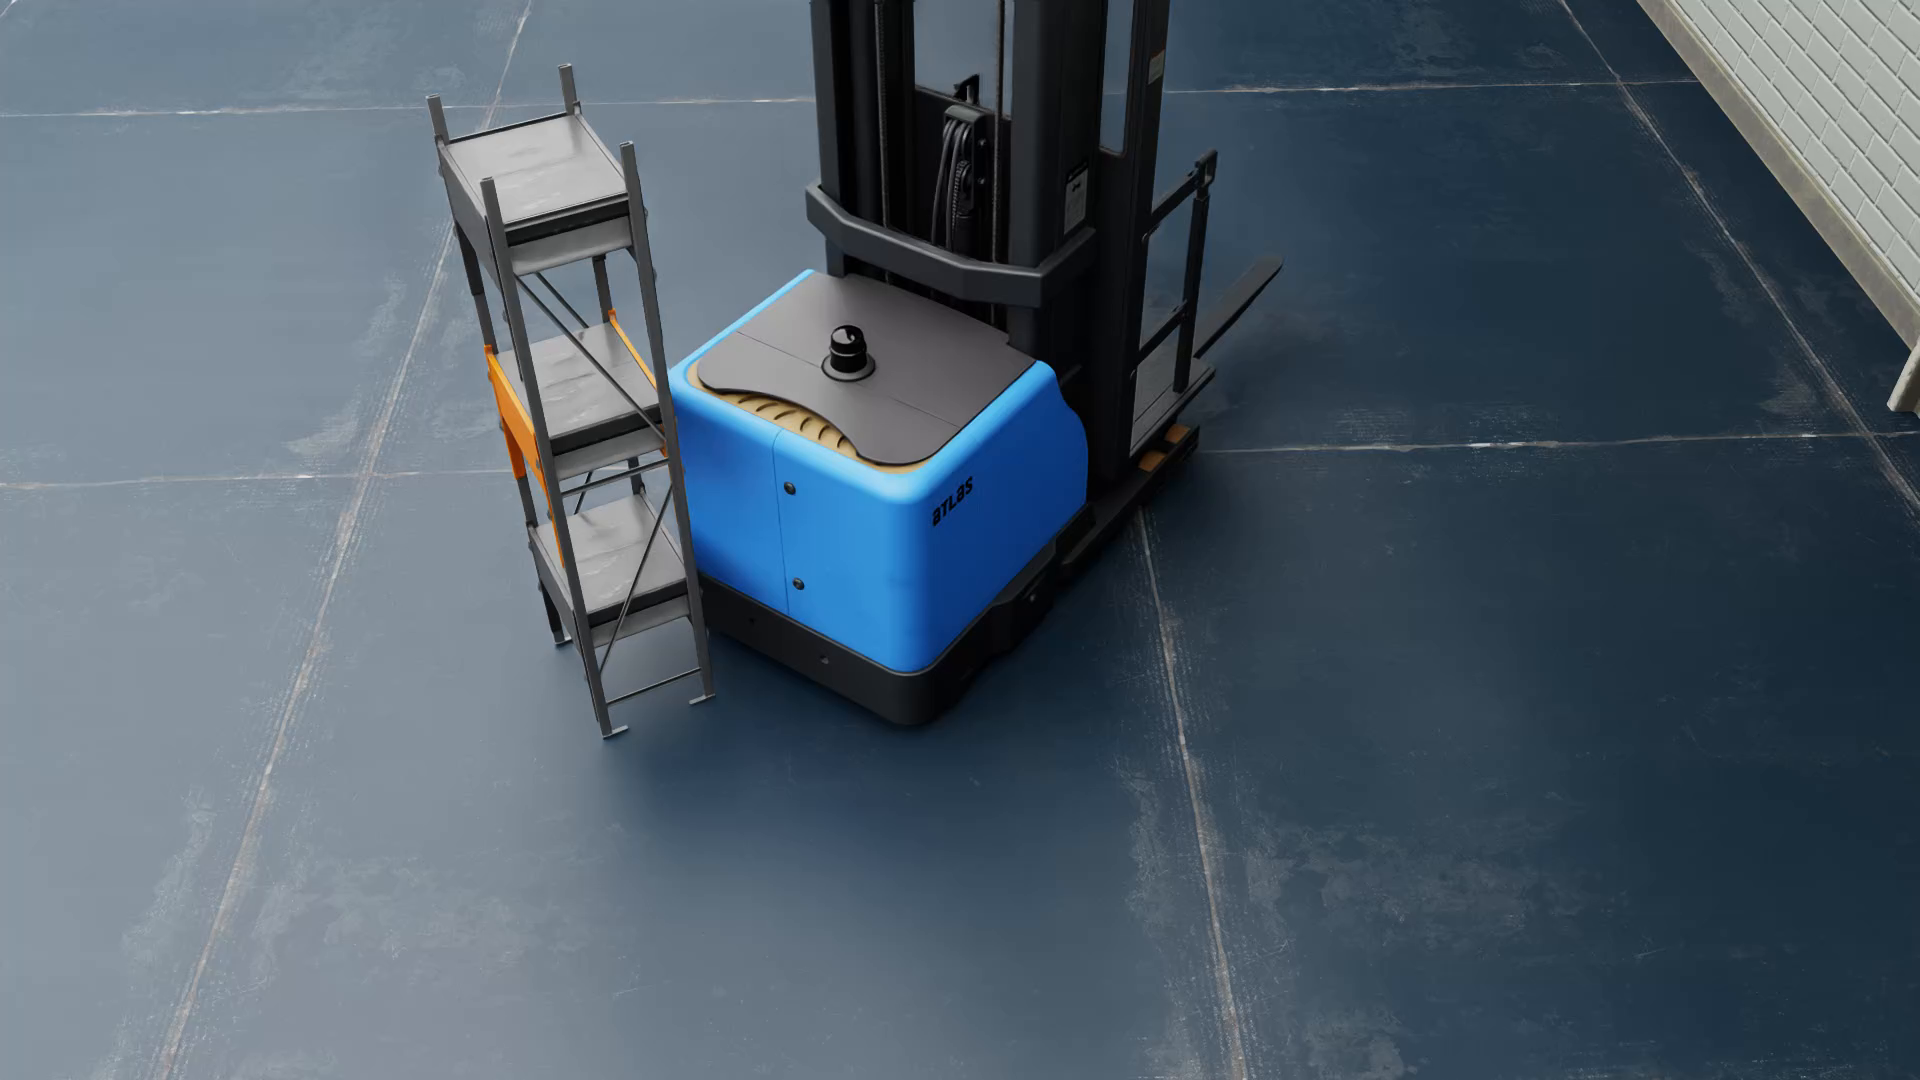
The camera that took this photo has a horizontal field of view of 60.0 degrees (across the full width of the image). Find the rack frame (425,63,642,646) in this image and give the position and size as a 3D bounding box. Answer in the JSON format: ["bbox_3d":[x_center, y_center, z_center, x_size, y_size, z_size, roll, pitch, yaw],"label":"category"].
[{"bbox_3d":[-1.246,-0.469,5.208,0.400,2.100,0.015,-20,46,-21],"label":"rack frame"}]

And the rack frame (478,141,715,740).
[{"bbox_3d":[-1.013,-0.179,4.892,0.400,2.100,0.015,-20,46,-21],"label":"rack frame"}]

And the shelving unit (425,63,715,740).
[{"bbox_3d":[-1.130,-0.324,5.050,0.431,2.100,0.503,-20,46,-21],"label":"shelving unit"}]

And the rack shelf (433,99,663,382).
[{"bbox_3d":[-1.130,-0.830,4.586,0.431,0.518,0.480,-20,46,-21],"label":"rack shelf"}]

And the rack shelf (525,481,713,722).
[{"bbox_3d":[-1.130,0.202,5.532,0.431,0.518,0.480,-20,46,-21],"label":"rack shelf"}]

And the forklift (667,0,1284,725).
[{"bbox_3d":[0.284,-1.433,5.644,1.130,2.935,3.031,25,48,25],"label":"forklift"}]

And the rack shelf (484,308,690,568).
[{"bbox_3d":[-1.130,-0.314,5.059,0.431,0.518,0.480,-20,46,-21],"label":"rack shelf"}]
